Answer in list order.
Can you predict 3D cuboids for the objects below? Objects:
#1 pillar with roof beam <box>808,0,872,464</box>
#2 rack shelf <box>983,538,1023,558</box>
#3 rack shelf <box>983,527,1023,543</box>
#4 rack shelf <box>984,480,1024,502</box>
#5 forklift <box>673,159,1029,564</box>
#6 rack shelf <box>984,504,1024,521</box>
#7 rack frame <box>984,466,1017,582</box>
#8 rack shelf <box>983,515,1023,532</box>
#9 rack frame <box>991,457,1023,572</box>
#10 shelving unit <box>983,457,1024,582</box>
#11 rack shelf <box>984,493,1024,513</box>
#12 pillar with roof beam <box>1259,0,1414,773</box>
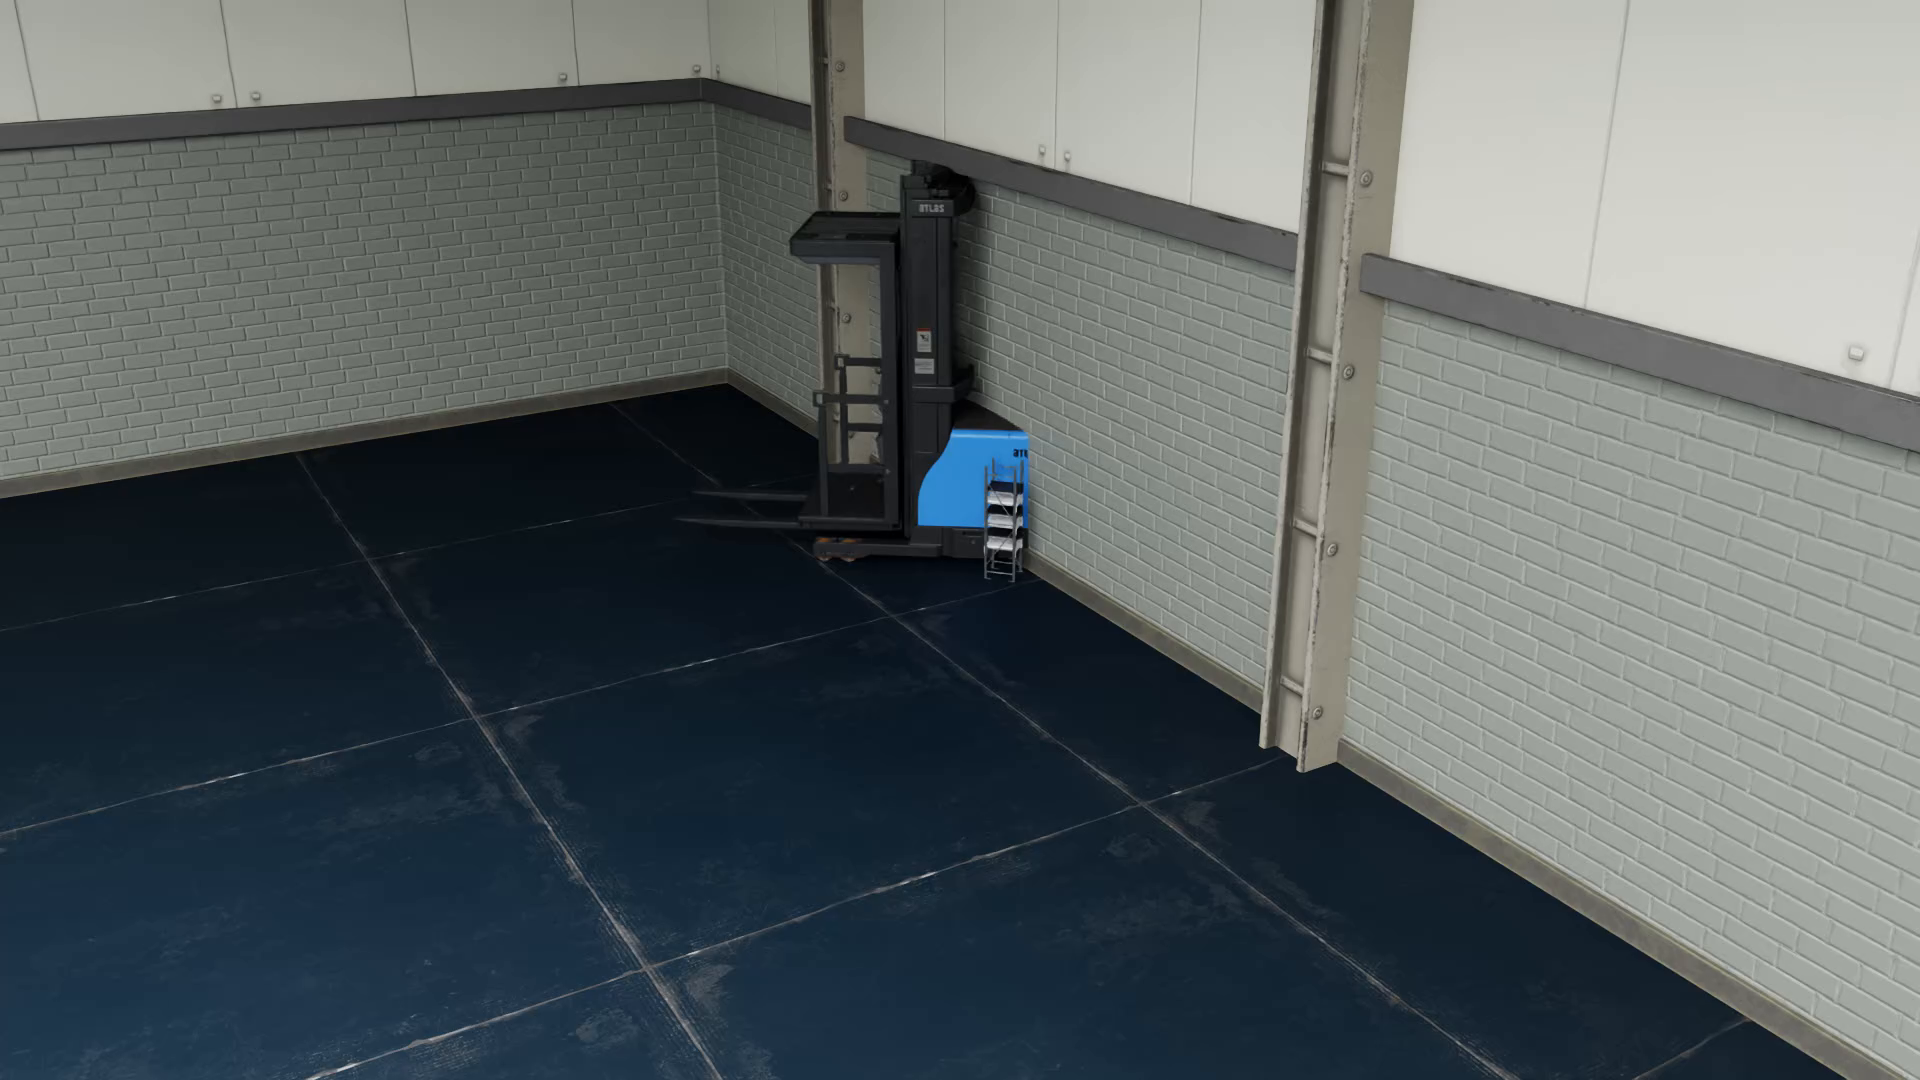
[{"bbox_3d":[-4.705,-3.993,11.151,9.100,9.000,0.400,-13,25,-28],"label":"pillar with roof beam"},{"bbox_3d":[0.327,0.049,12.529,0.258,0.077,0.200,6,23,15],"label":"rack shelf"},{"bbox_3d":[0.327,-0.034,12.495,0.258,0.077,0.200,6,23,15],"label":"rack shelf"},{"bbox_3d":[0.327,-0.368,12.359,0.258,0.077,0.200,6,23,15],"label":"rack shelf"},{"bbox_3d":[-0.726,-1.390,12.807,3.031,2.935,1.130,2,22,5],"label":"forklift"},{"bbox_3d":[0.327,-0.201,12.427,0.258,0.077,0.200,6,23,15],"label":"rack shelf"},{"bbox_3d":[0.298,-0.112,12.358,0.240,0.900,0.006,6,23,15],"label":"rack frame"},{"bbox_3d":[0.327,-0.117,12.461,0.258,0.077,0.200,6,23,15],"label":"rack shelf"},{"bbox_3d":[0.355,-0.185,12.539,0.240,0.900,0.006,6,23,15],"label":"rack frame"},{"bbox_3d":[0.327,-0.148,12.448,0.258,0.900,0.210,6,23,15],"label":"shelving unit"},{"bbox_3d":[0.327,-0.284,12.393,0.258,0.077,0.200,6,23,15],"label":"rack shelf"},{"bbox_3d":[-1.640,-2.050,6.372,9.100,9.000,0.400,-13,25,-28],"label":"pillar with roof beam"}]
